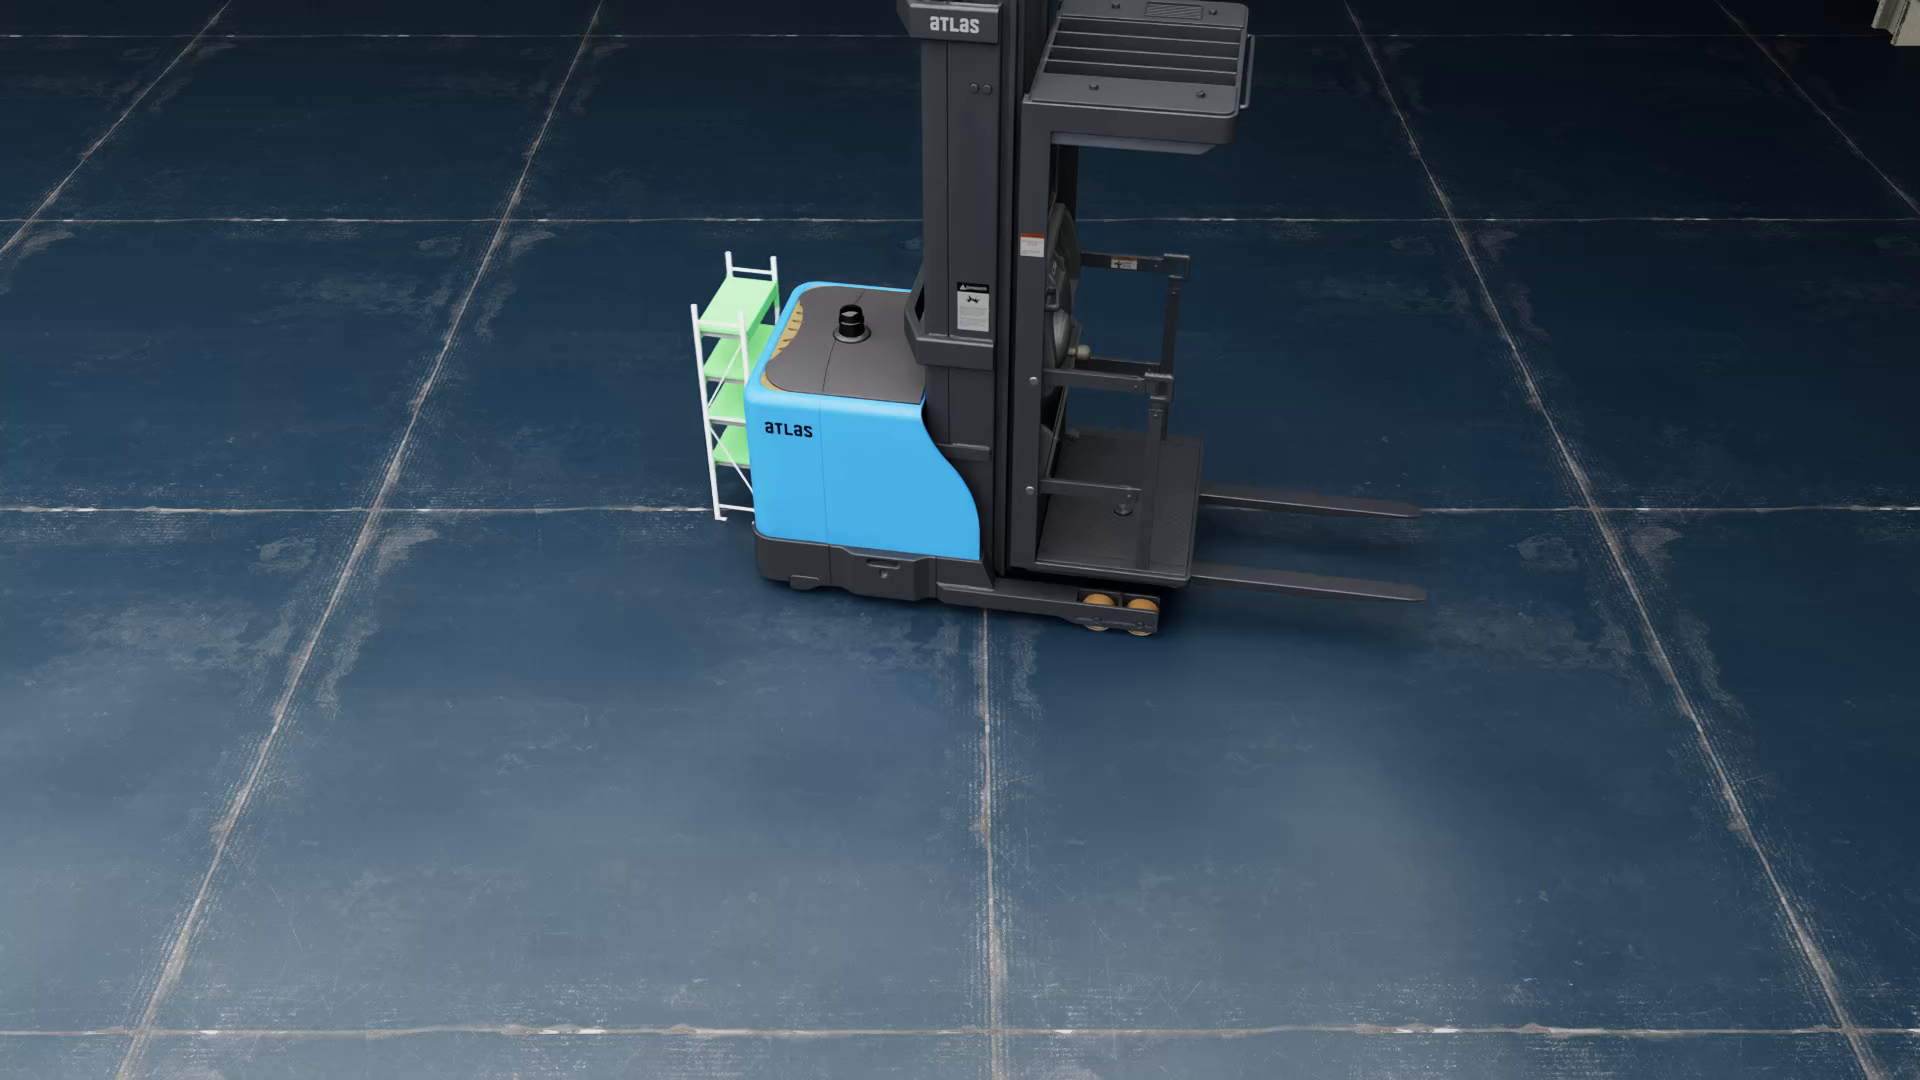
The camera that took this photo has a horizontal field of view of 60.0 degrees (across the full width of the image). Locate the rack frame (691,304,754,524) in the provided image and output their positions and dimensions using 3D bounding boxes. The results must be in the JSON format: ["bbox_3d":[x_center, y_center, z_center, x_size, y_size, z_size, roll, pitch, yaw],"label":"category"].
[{"bbox_3d":[-1.074,-0.558,7.732,0.240,1.200,0.015,8,39,9],"label":"rack frame"}]

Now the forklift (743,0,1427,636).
[{"bbox_3d":[0.621,-1.076,6.994,3.031,2.935,1.130,6,39,8],"label":"forklift"}]

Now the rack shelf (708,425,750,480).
[{"bbox_3d":[-1.024,-0.471,8.109,0.258,0.148,0.480,8,39,9],"label":"rack shelf"}]

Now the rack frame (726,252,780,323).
[{"bbox_3d":[-0.974,-0.857,8.105,0.240,1.200,0.015,8,39,9],"label":"rack frame"}]

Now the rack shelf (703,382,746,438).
[{"bbox_3d":[-1.024,-0.658,7.959,0.258,0.148,0.480,8,39,9],"label":"rack shelf"}]

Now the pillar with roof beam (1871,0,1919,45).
[{"bbox_3d":[2.985,-7.415,10.053,9.100,9.000,0.400,0,39,0],"label":"pillar with roof beam"}]

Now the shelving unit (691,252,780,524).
[{"bbox_3d":[-1.024,-0.708,7.919,0.258,1.200,0.503,8,39,9],"label":"shelving unit"}]

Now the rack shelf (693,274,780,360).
[{"bbox_3d":[-1.023,-1.032,7.658,0.258,0.148,0.480,8,39,9],"label":"rack shelf"}]

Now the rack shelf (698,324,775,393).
[{"bbox_3d":[-1.024,-0.845,7.809,0.258,0.148,0.480,8,39,9],"label":"rack shelf"}]
